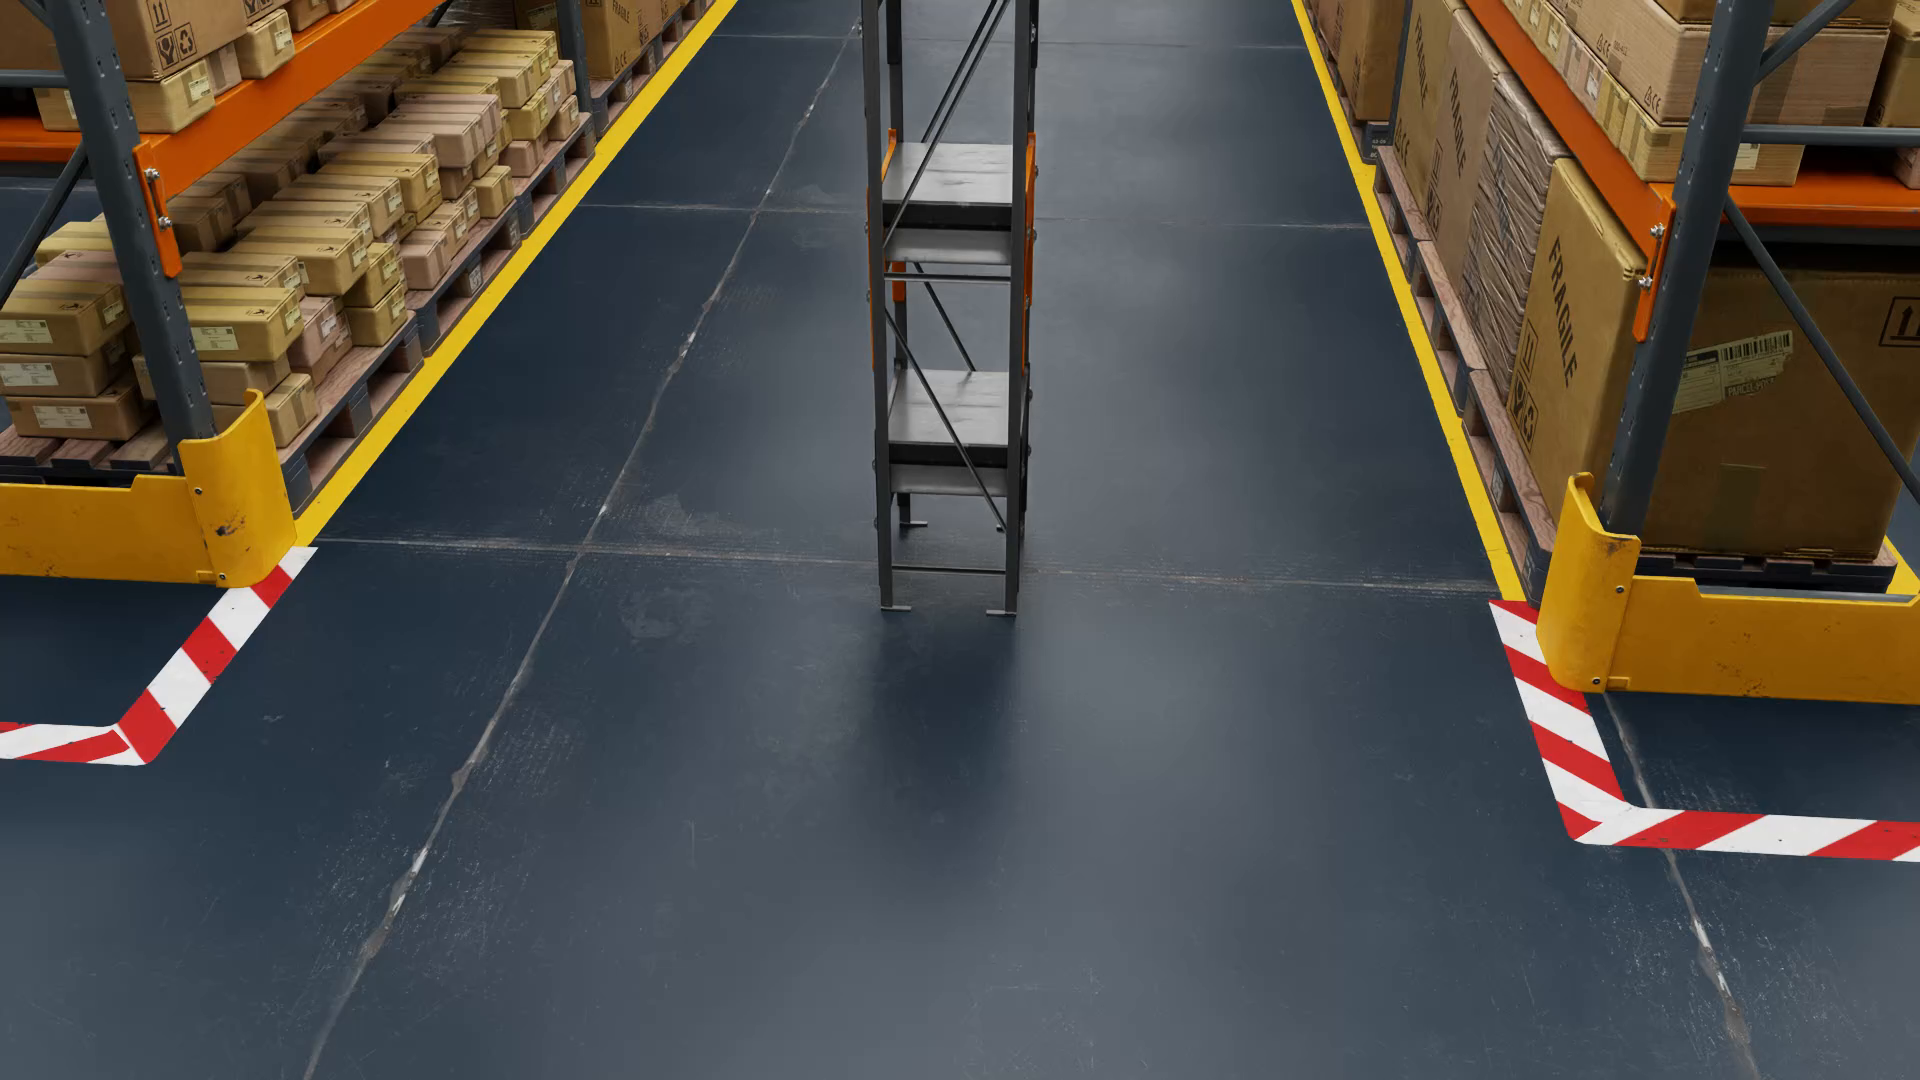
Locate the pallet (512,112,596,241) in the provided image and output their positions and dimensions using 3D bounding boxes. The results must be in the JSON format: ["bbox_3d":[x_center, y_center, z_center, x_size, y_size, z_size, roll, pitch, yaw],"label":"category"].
[{"bbox_3d":[-2.387,-1.756,7.897,1.003,0.211,1.213,2,32,4],"label":"pallet"}]

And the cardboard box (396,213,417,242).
[{"bbox_3d":[-2.347,-1.247,6.448,0.380,0.149,0.250,4,32,7],"label":"cardboard box"}]

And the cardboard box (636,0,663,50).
[{"bbox_3d":[-2.001,-3.062,9.341,0.500,0.500,0.500,4,32,6],"label":"cardboard box"}]

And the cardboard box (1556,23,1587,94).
[{"bbox_3d":[2.006,-1.431,4.952,0.380,0.149,0.250,3,32,5],"label":"cardboard box"}]

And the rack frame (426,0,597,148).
[{"bbox_3d":[-2.367,-3.295,7.738,1.000,3.000,0.127,2,32,4],"label":"rack frame"}]

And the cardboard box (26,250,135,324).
[{"bbox_3d":[-2.825,-0.839,5.502,0.380,0.149,0.250,3,32,5],"label":"cardboard box"}]

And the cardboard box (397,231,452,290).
[{"bbox_3d":[-2.215,-1.093,6.481,0.380,0.149,0.250,1,32,2],"label":"cardboard box"}]

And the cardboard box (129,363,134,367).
[{"bbox_3d":[-2.938,-0.592,5.668,0.380,0.149,0.250,3,32,5],"label":"cardboard box"}]

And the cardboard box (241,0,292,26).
[{"bbox_3d":[-2.363,-1.877,5.058,0.500,0.500,0.500,3,32,4],"label":"cardboard box"}]

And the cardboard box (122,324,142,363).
[{"bbox_3d":[-2.859,-0.718,5.590,0.380,0.149,0.250,2,32,3],"label":"cardboard box"}]

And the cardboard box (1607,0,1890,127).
[{"bbox_3d":[2.017,-1.267,4.306,0.500,0.250,0.500,2,32,3],"label":"cardboard box"}]

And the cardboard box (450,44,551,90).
[{"bbox_3d":[-2.118,-2.181,7.680,0.380,0.149,0.250,3,32,5],"label":"cardboard box"}]

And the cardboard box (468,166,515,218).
[{"bbox_3d":[-2.144,-1.500,7.141,0.380,0.149,0.250,2,32,4],"label":"cardboard box"}]

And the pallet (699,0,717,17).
[{"bbox_3d":[-2.107,-3.791,11.201,1.003,0.211,1.213,2,32,4],"label":"pallet"}]

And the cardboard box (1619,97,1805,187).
[{"bbox_3d":[1.943,-1.032,4.306,0.380,0.149,0.250,3,32,5],"label":"cardboard box"}]

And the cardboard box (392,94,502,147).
[{"bbox_3d":[-2.160,-1.773,7.018,0.380,0.149,0.250,1,32,2],"label":"cardboard box"}]

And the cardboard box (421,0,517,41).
[{"bbox_3d":[-2.558,-2.808,8.929,0.500,0.500,0.500,2,32,3],"label":"cardboard box"}]

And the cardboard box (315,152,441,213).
[{"bbox_3d":[-2.224,-1.371,6.365,0.380,0.149,0.250,3,32,5],"label":"cardboard box"}]

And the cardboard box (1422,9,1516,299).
[{"bbox_3d":[2.361,-1.493,6.438,0.875,0.875,0.875,2,32,4],"label":"cardboard box"}]

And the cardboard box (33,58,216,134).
[{"bbox_3d":[-2.340,-1.252,4.662,0.380,0.149,0.250,2,32,4],"label":"cardboard box"}]

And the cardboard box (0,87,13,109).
[{"bbox_3d":[-2.948,-1.279,4.706,0.380,0.149,0.250,2,32,4],"label":"cardboard box"}]

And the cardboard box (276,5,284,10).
[{"bbox_3d":[-2.401,-1.667,5.335,0.380,0.149,0.250,4,32,6],"label":"cardboard box"}]

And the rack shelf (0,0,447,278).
[{"bbox_3d":[-2.530,-1.943,6.230,1.077,0.370,4.000,2,32,4],"label":"rack shelf"}]

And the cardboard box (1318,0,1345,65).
[{"bbox_3d":[2.672,-3.108,9.059,1.225,0.875,0.875,1,32,2],"label":"cardboard box"}]

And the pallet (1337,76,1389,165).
[{"bbox_3d":[2.556,-2.250,8.700,1.003,0.211,1.213,2,32,4],"label":"pallet"}]

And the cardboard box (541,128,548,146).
[{"bbox_3d":[-2.164,-1.909,7.805,0.380,0.149,0.250,3,32,5],"label":"cardboard box"}]

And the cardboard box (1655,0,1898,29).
[{"bbox_3d":[2.020,-1.587,4.111,0.500,0.500,0.500,3,32,5],"label":"cardboard box"}]

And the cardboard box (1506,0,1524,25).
[{"bbox_3d":[2.068,-1.832,5.603,0.380,0.149,0.250,3,32,5],"label":"cardboard box"}]

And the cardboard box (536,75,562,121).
[{"bbox_3d":[-2.086,-2.067,7.778,0.380,0.149,0.250,1,32,2],"label":"cardboard box"}]

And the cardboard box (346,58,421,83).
[{"bbox_3d":[-2.655,-2.067,7.494,0.380,0.149,0.250,2,32,3],"label":"cardboard box"}]

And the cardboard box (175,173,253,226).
[{"bbox_3d":[-2.880,-1.255,6.177,0.380,0.149,0.250,4,32,6],"label":"cardboard box"}]

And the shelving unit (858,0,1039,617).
[{"bbox_3d":[-0.013,-0.807,4.559,0.431,2.100,0.503,2,32,4],"label":"shelving unit"}]

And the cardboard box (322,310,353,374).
[{"bbox_3d":[-2.378,-0.700,5.843,0.380,0.149,0.250,3,32,5],"label":"cardboard box"}]

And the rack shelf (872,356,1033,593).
[{"bbox_3d":[-0.013,-0.200,4.933,0.431,0.518,0.480,2,32,4],"label":"rack shelf"}]

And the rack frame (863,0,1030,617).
[{"bbox_3d":[-0.033,-0.680,4.352,0.400,2.100,0.015,2,32,4],"label":"rack frame"}]

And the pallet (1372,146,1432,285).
[{"bbox_3d":[2.428,-1.449,7.400,1.003,0.211,1.213,2,32,4],"label":"pallet"}]

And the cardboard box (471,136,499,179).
[{"bbox_3d":[-2.209,-1.665,7.126,0.380,0.149,0.250,3,32,5],"label":"cardboard box"}]

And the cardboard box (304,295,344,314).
[{"bbox_3d":[-2.384,-0.831,5.773,0.380,0.149,0.250,3,32,5],"label":"cardboard box"}]

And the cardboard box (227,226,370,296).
[{"bbox_3d":[-2.261,-0.957,5.694,0.380,0.149,0.250,2,32,4],"label":"cardboard box"}]

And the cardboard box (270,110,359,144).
[{"bbox_3d":[-2.695,-1.654,6.824,0.380,0.149,0.250,1,32,2],"label":"cardboard box"}]
